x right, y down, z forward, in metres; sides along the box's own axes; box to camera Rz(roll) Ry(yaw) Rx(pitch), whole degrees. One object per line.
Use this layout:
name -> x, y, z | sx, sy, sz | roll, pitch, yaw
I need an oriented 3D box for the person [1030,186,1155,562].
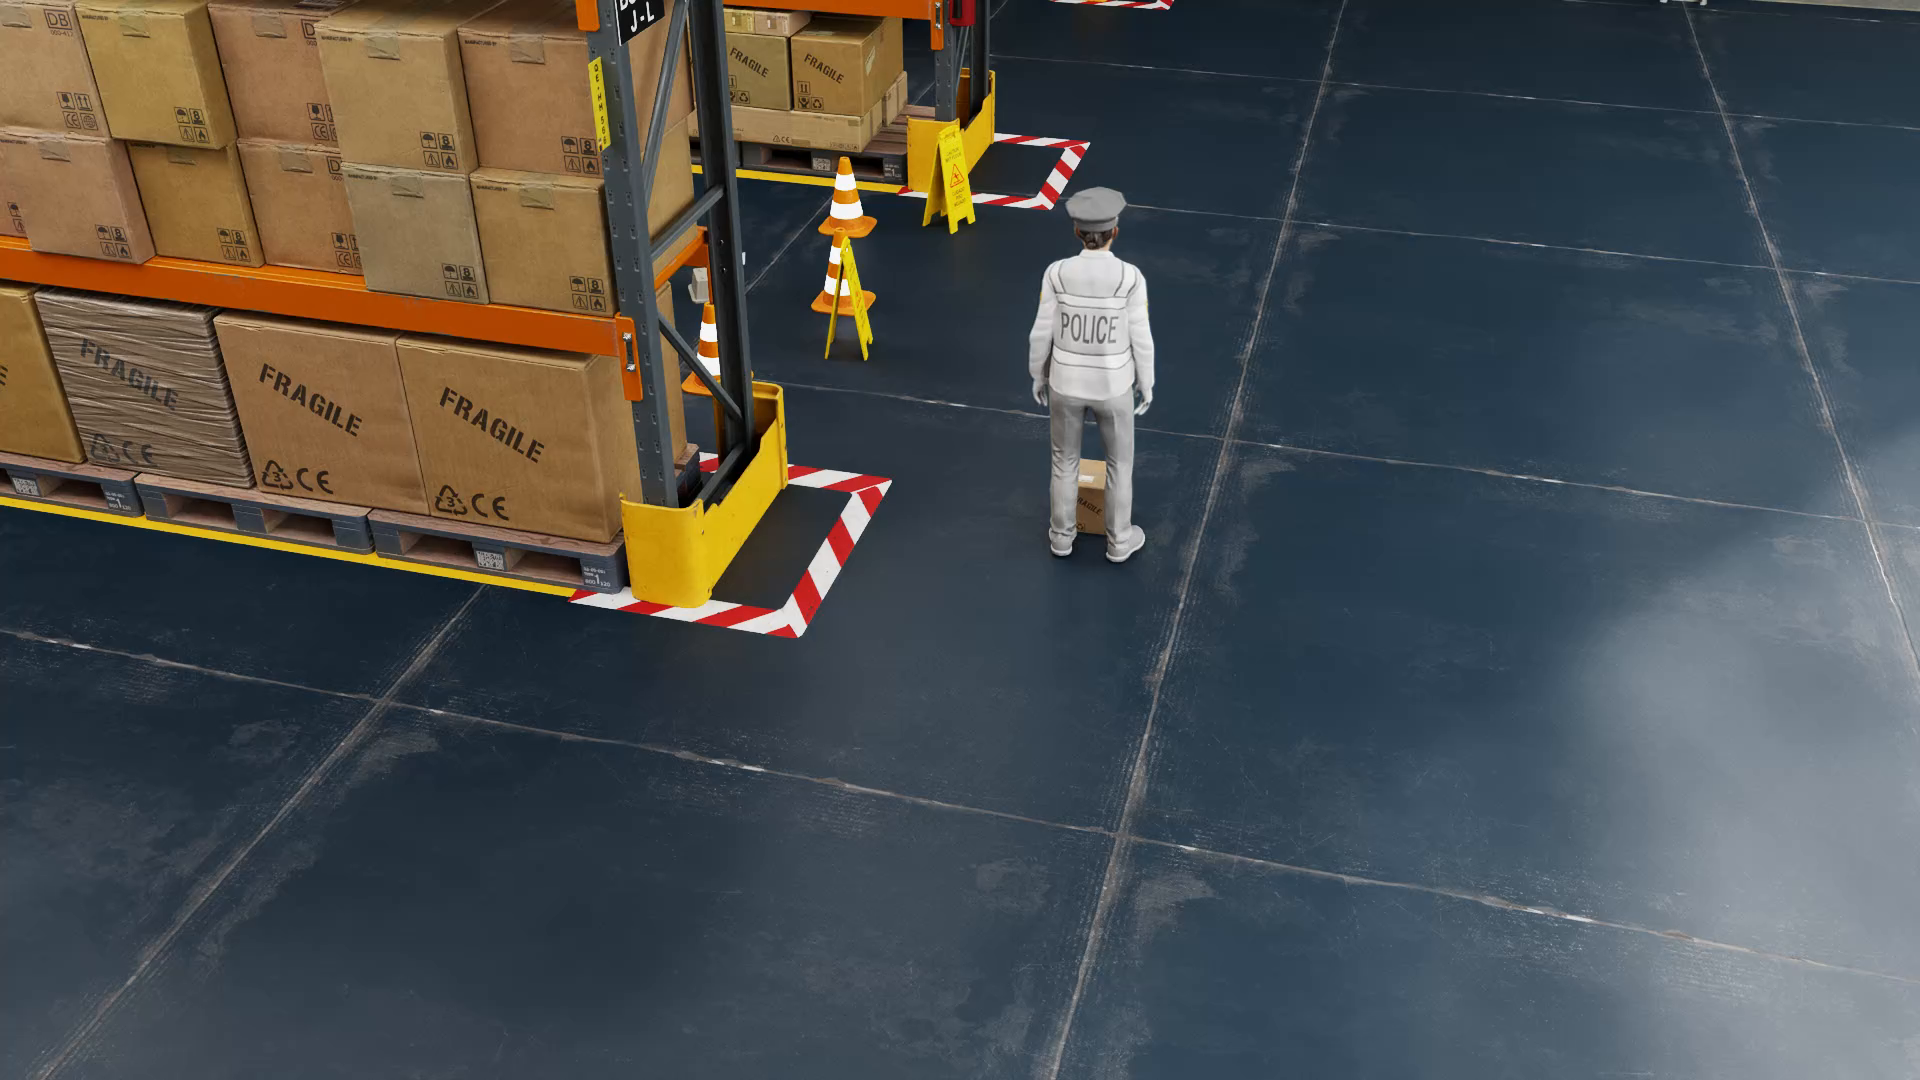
person -> 0.565, -0.668, 7.164 | 0.540, 1.663, 0.375 | 7, 34, 11
